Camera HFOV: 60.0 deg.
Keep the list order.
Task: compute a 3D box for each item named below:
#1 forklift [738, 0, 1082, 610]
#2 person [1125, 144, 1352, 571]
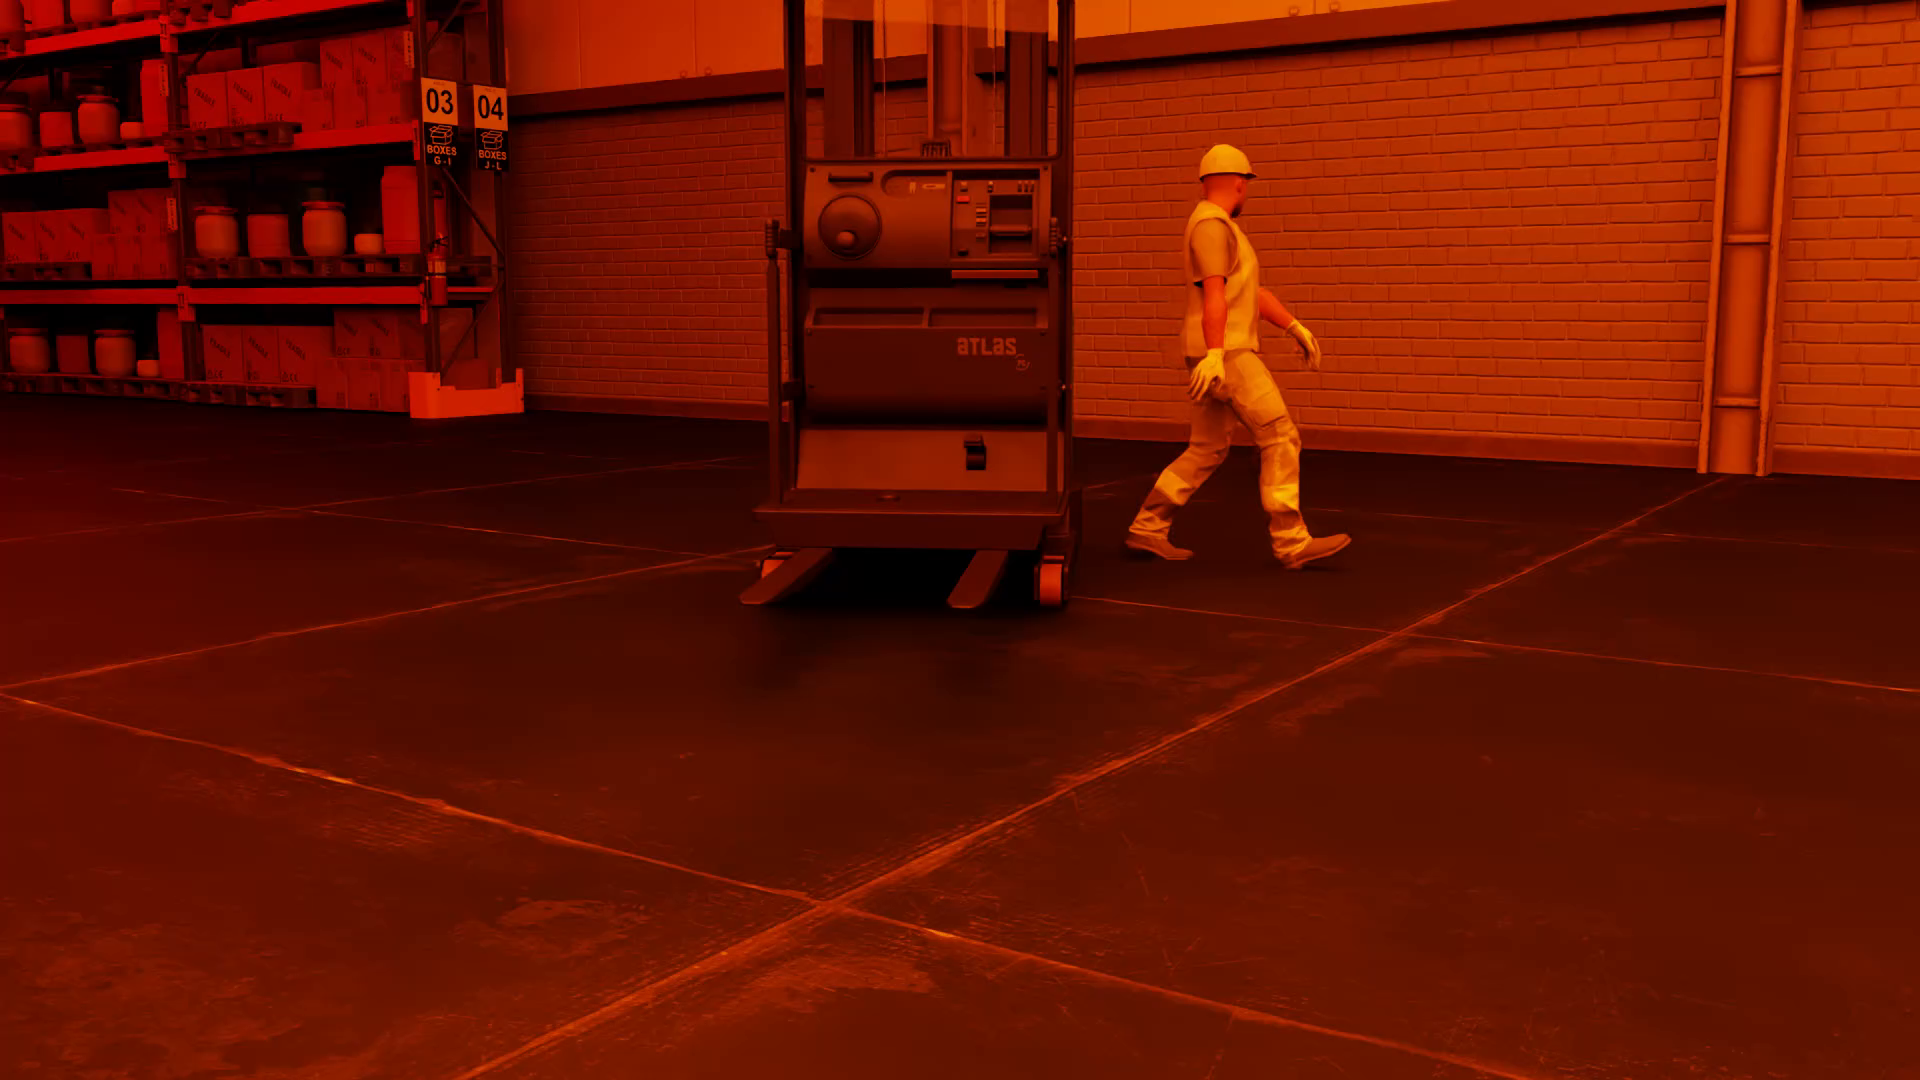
[{"bbox_3d":[-0.141,-1.257,6.032,1.130,2.935,3.031,1,8,6],"label":"forklift"},{"bbox_3d":[1.137,-0.736,6.769,0.891,1.727,0.707,0,8,3],"label":"person"}]
